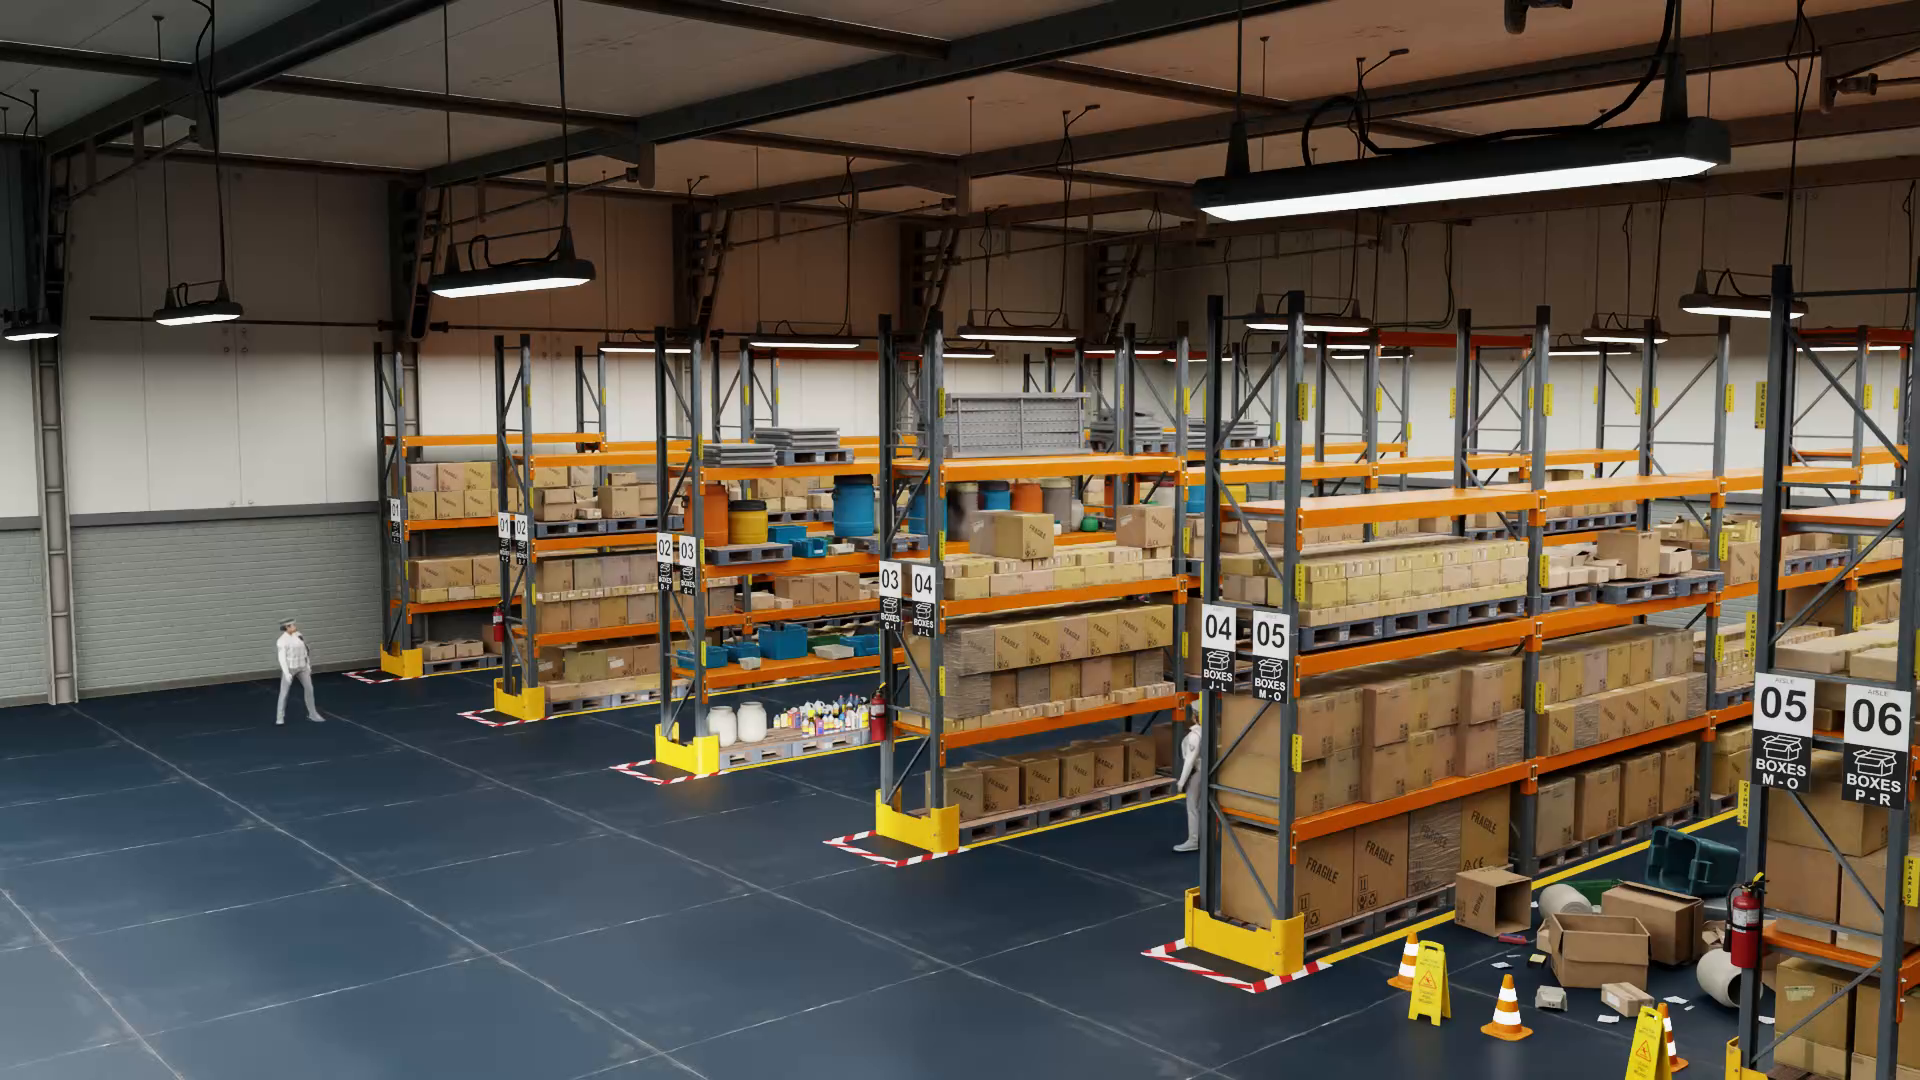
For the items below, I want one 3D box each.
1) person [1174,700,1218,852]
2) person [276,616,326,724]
[{"bbox_3d":[2.667,2.628,18.658,0.437,1.679,0.571,2,6,20],"label":"person"},{"bbox_3d":[-10.243,2.008,25.695,0.502,1.711,0.664,4,7,40],"label":"person"}]
